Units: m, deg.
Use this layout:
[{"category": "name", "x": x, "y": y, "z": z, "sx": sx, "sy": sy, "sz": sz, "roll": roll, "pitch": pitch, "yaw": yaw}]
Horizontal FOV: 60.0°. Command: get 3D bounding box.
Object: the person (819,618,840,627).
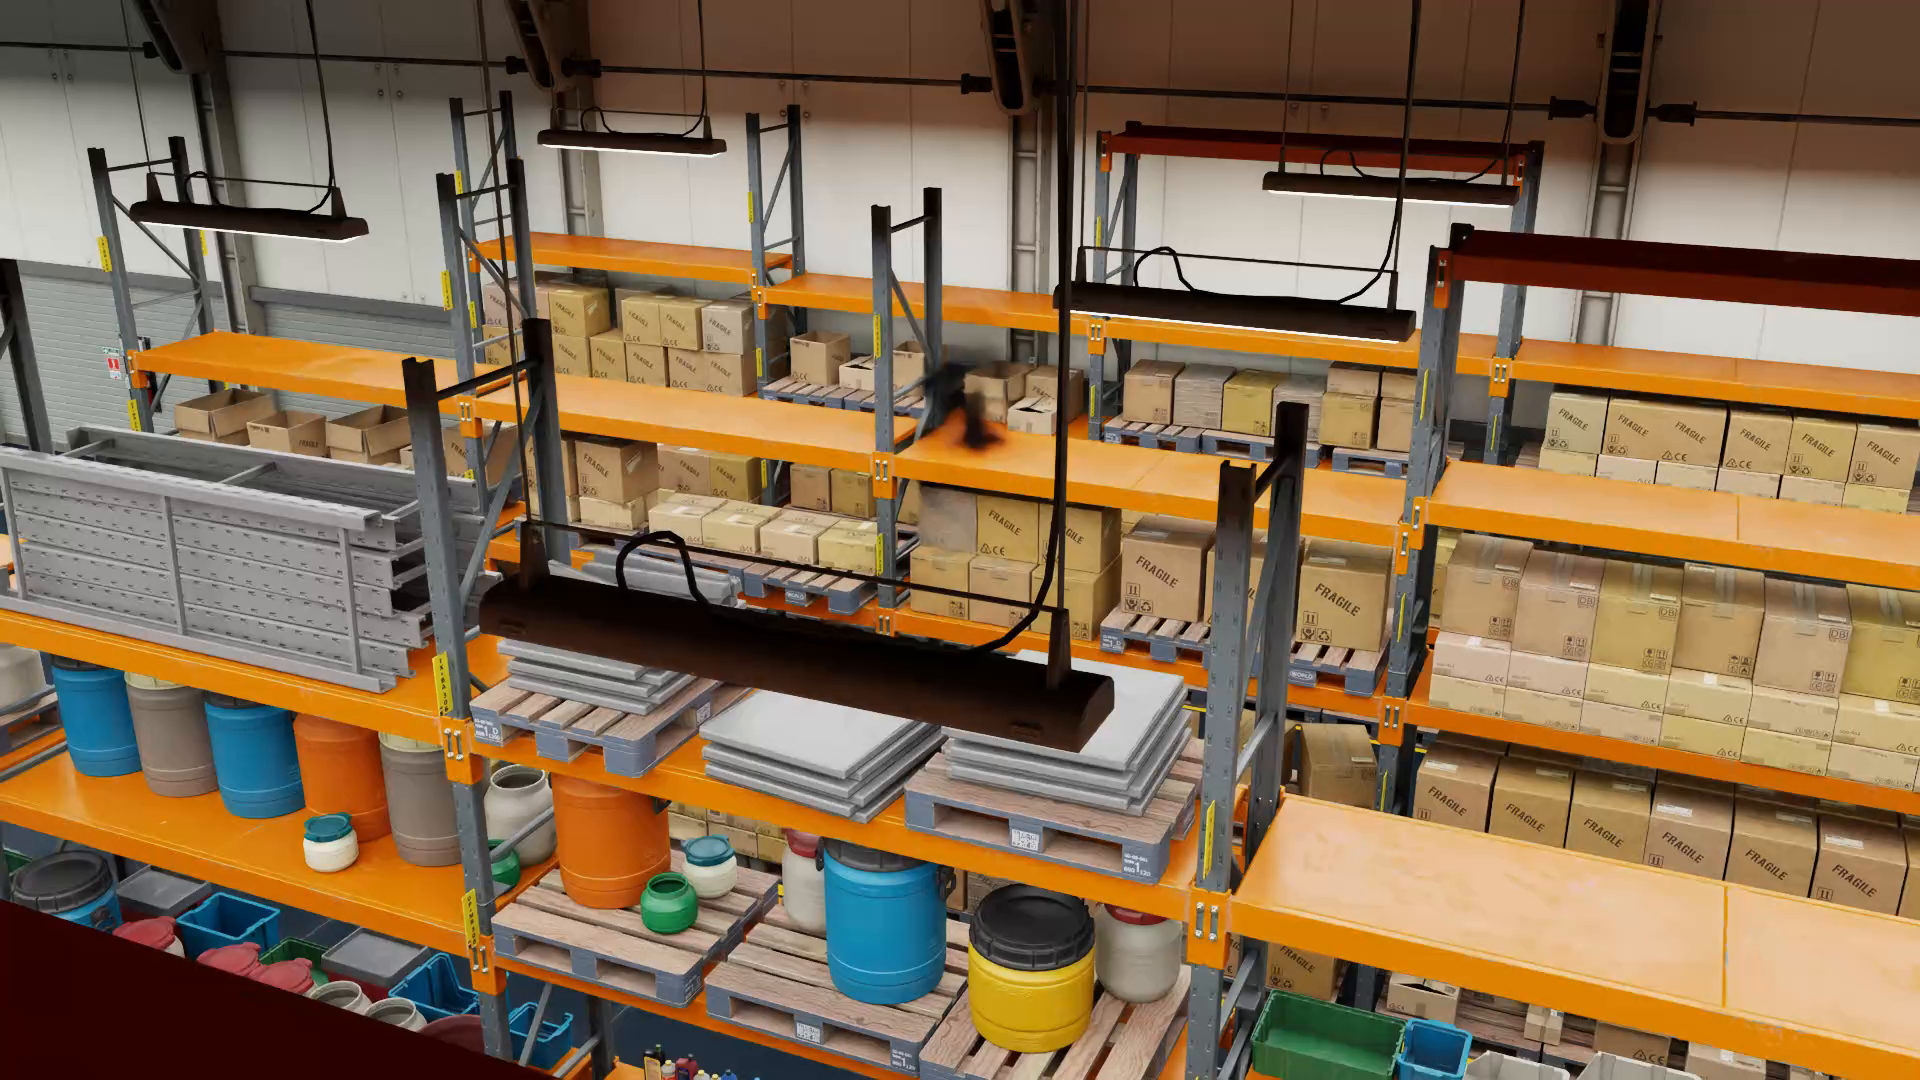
[{"category": "person", "x": -1.243, "y": 1.487, "z": 16.483, "sx": 0.802, "sy": 1.604, "sz": 0.528, "roll": 11, "pitch": 23, "yaw": 26}]
